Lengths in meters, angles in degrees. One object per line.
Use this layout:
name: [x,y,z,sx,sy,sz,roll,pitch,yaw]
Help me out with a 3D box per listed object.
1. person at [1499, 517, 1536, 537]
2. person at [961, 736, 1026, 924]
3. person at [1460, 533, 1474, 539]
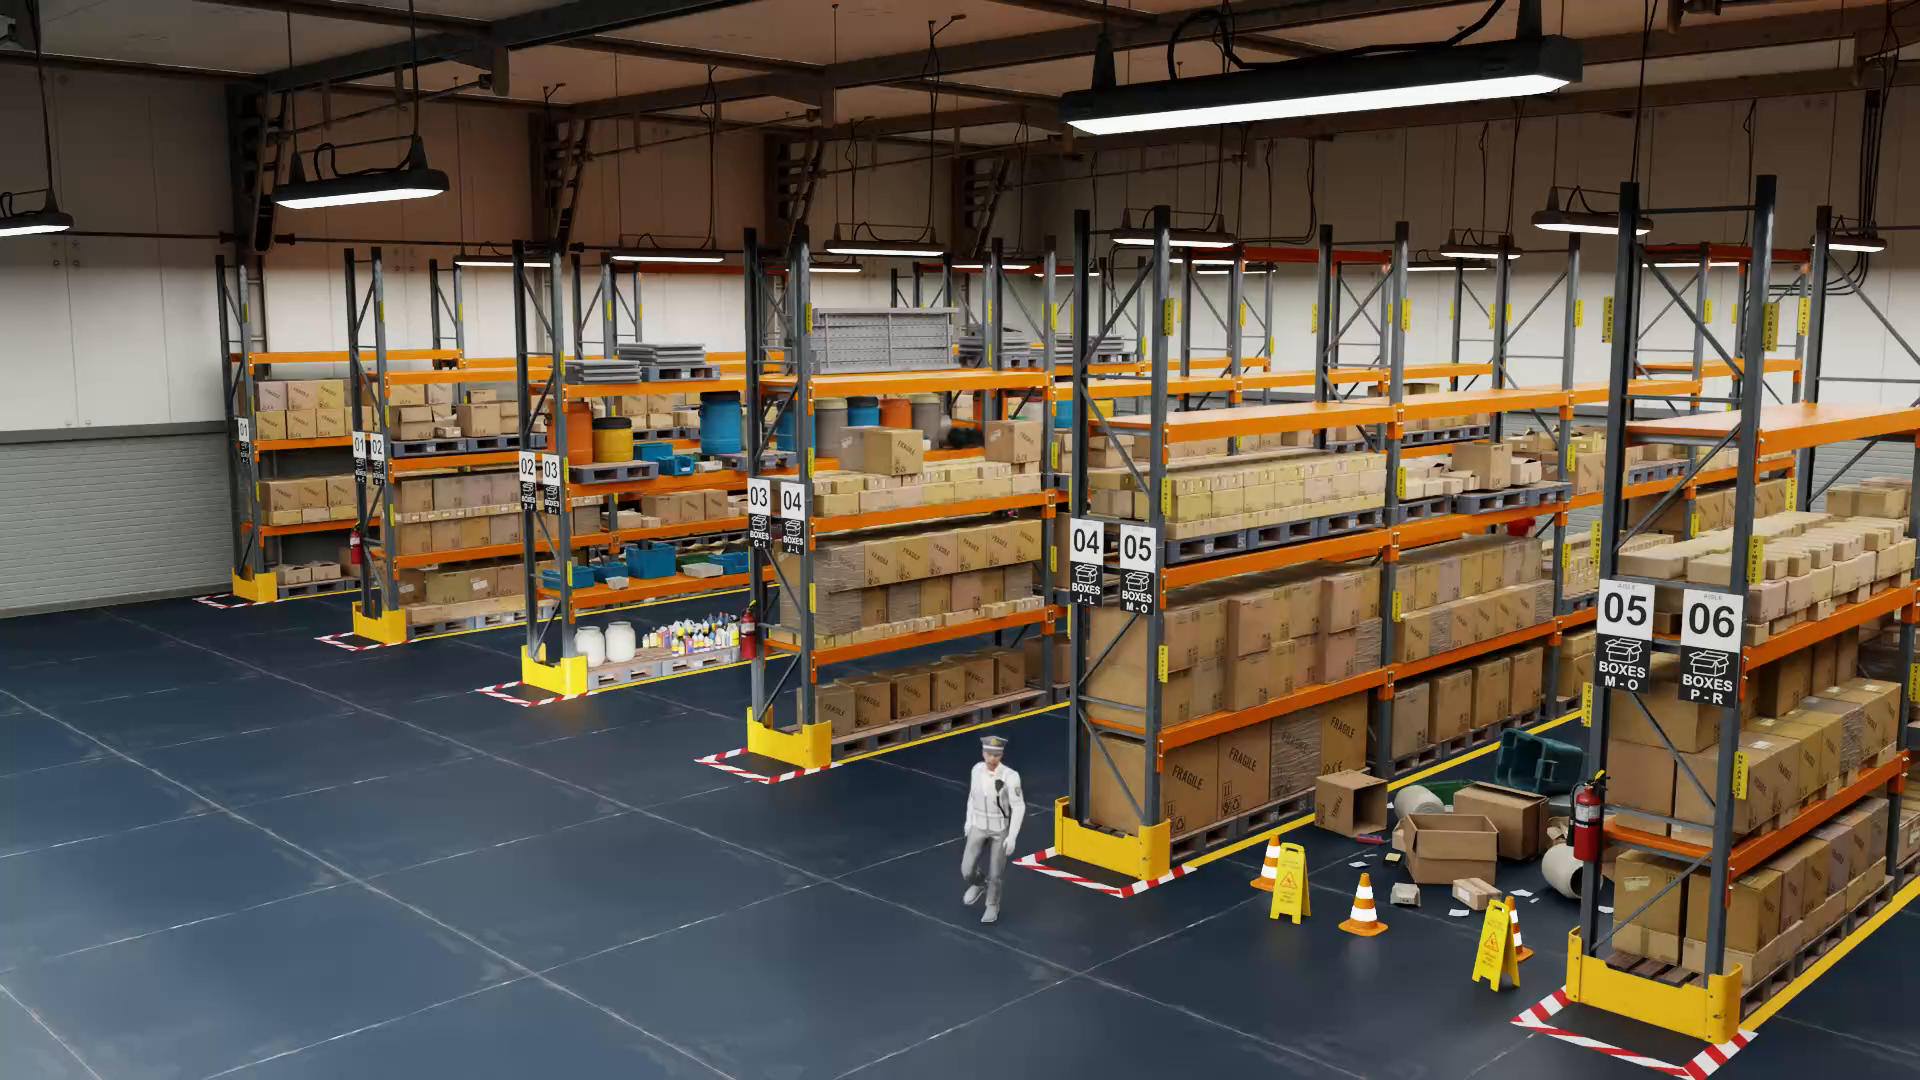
person: [10.296,0.024,30.802,0.660,1.585,0.861,1,8,7]
person: [0.278,2.407,13.855,0.598,1.660,0.539,3,8,17]
person: [7.839,0.720,25.724,0.467,1.697,0.791,6,10,36]
